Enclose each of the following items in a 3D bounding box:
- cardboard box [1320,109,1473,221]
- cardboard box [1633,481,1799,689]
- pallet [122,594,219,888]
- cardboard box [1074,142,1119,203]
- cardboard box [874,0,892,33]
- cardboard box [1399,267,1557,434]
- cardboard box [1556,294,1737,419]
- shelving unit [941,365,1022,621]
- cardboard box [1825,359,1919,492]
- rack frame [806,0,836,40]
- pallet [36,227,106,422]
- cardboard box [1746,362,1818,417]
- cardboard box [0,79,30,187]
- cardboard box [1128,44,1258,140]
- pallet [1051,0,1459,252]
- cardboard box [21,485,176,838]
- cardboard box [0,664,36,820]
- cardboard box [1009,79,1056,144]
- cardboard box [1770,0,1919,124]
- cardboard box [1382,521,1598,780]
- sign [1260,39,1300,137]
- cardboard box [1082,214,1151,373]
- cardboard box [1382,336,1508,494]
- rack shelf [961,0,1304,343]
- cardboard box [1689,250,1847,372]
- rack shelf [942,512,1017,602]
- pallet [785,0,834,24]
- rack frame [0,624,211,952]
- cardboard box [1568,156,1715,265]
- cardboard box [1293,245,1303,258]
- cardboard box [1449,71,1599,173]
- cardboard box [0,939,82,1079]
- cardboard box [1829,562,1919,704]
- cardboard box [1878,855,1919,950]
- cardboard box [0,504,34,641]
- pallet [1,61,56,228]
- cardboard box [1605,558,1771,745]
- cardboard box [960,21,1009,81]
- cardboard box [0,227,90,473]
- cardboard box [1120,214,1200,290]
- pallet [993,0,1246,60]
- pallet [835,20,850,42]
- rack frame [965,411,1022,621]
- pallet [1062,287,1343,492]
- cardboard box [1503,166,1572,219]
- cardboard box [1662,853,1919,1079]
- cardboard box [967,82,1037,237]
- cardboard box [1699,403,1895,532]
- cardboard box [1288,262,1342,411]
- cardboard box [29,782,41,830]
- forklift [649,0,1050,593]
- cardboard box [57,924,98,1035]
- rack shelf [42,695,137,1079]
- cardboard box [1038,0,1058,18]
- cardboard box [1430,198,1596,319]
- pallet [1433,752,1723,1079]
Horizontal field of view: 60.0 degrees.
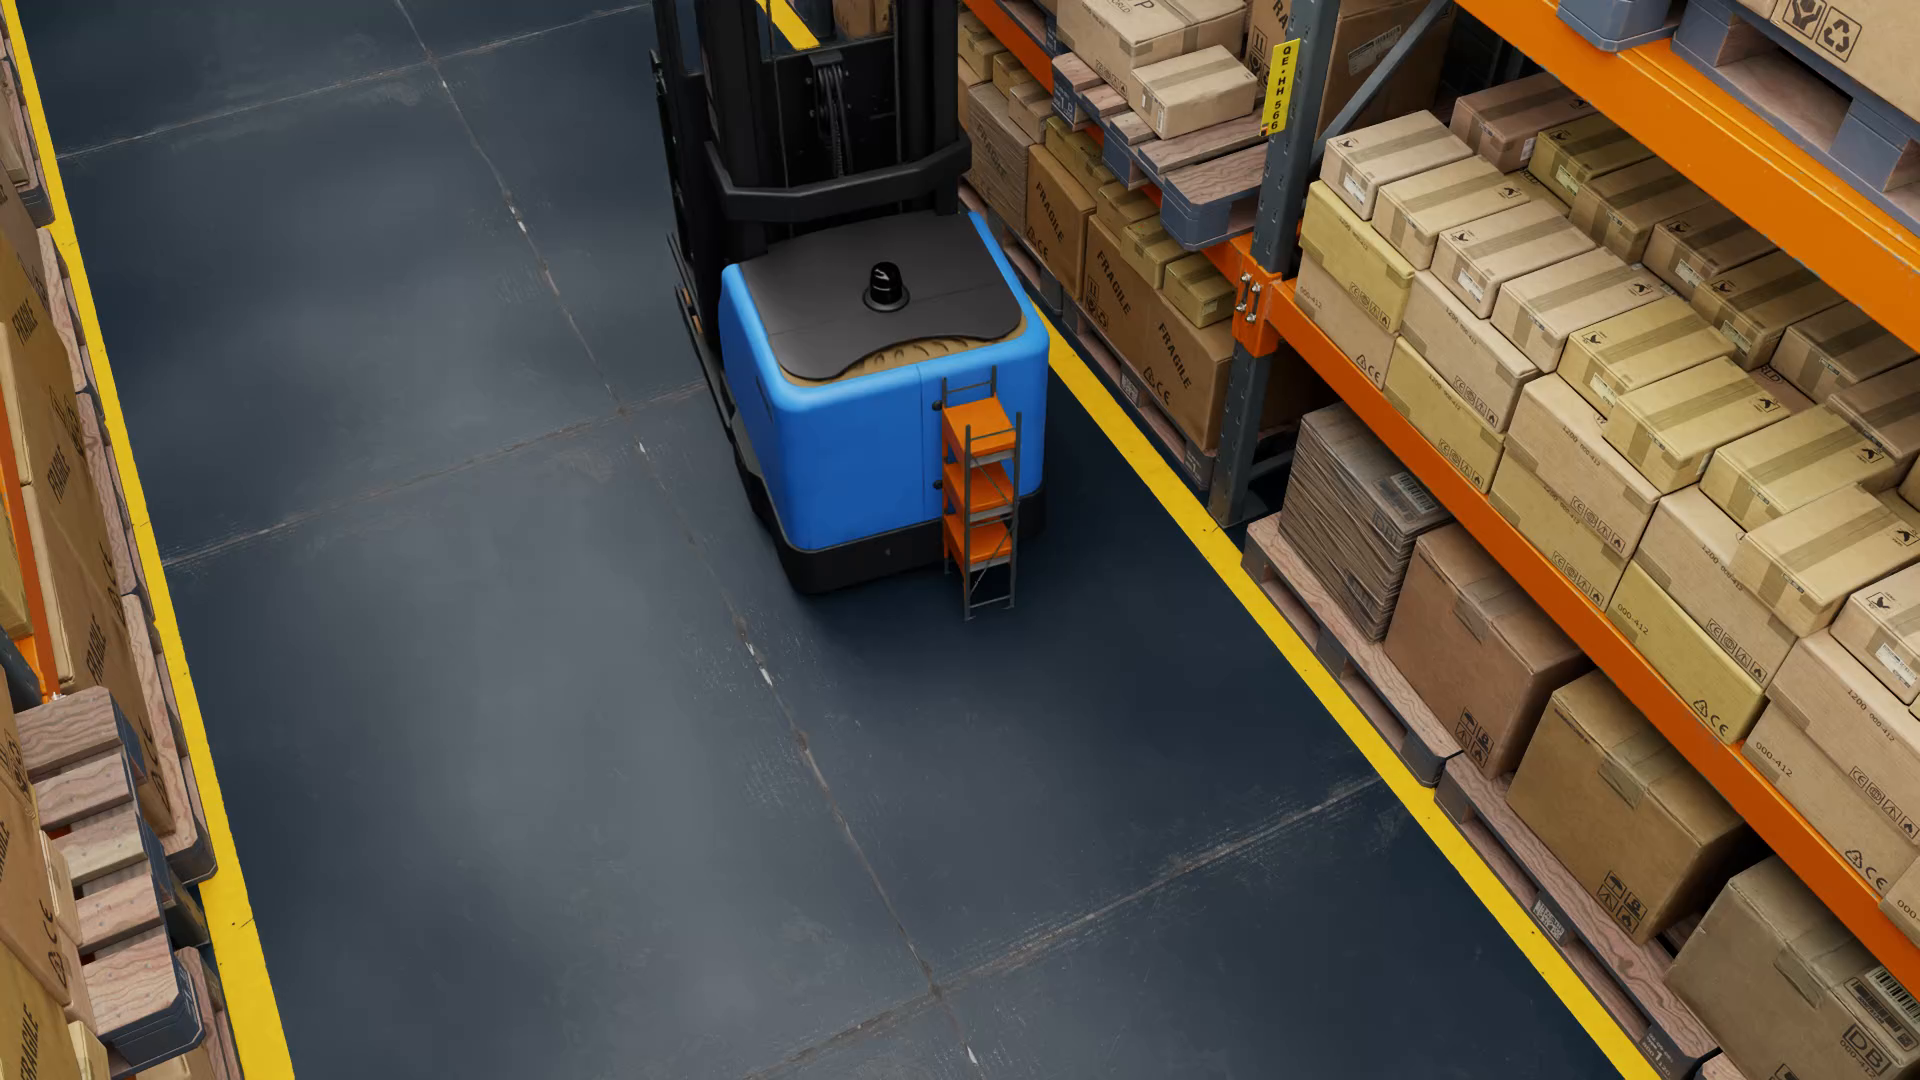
[{"bbox_3d":[1.356,-1.170,5.175,0.380,0.149,0.250,-20,52,-16],"label":"cardboard box"},{"bbox_3d":[2.165,0.053,4.371,0.500,0.250,0.500,-20,52,-17],"label":"cardboard box"},{"bbox_3d":[-3.234,0.839,5.769,1.003,0.211,1.213,-21,52,-18],"label":"pallet"},{"bbox_3d":[0.706,-1.566,6.970,0.380,0.149,0.250,-20,52,-16],"label":"cardboard box"},{"bbox_3d":[-0.085,-2.476,8.197,0.500,0.500,0.500,-22,52,-18],"label":"cardboard box"},{"bbox_3d":[1.686,-0.636,4.974,0.500,0.250,0.500,-20,52,-16],"label":"cardboard box"},{"bbox_3d":[1.892,-0.500,4.590,0.380,0.149,0.250,-21,52,-17],"label":"cardboard box"},{"bbox_3d":[0.073,-0.149,6.076,0.215,1.050,0.252,-15,50,-13],"label":"shelving unit"},{"bbox_3d":[2.520,-0.315,4.428,0.380,0.149,0.250,-20,52,-17],"label":"cardboard box"},{"bbox_3d":[-0.359,-3.915,8.074,1.000,3.000,0.127,-21,52,-18],"label":"rack frame"},{"bbox_3d":[-4.350,-0.794,7.197,1.003,0.211,1.213,-21,52,-18],"label":"pallet"},{"bbox_3d":[2.387,-0.470,4.829,0.500,0.250,0.500,-22,52,-18],"label":"cardboard box"},{"bbox_3d":[-4.962,-1.955,7.783,0.875,0.438,0.875,-22,52,-18],"label":"cardboard box"},{"bbox_3d":[0.830,-1.601,5.938,0.380,0.149,0.250,-20,52,-17],"label":"cardboard box"},{"bbox_3d":[1.099,-1.604,6.180,1.213,0.211,1.003,-21,52,-18],"label":"pallet"},{"bbox_3d":[-3.182,0.545,5.306,0.875,0.875,0.875,-22,52,-18],"label":"cardboard box"},{"bbox_3d":[-2.485,0.414,3.745,0.500,0.500,0.500,-23,53,-19],"label":"cardboard box"},{"bbox_3d":[0.439,-1.907,7.269,0.380,0.149,0.250,-23,53,-19],"label":"cardboard box"},{"bbox_3d":[2.052,-1.179,3.277,0.500,0.500,0.500,-20,52,-17],"label":"cardboard box"},{"bbox_3d":[2.051,0.262,5.719,0.875,0.625,0.625,-20,52,-16],"label":"cardboard box"},{"bbox_3d":[0.993,-1.400,5.157,0.100,0.325,0.005,-21,52,-18],"label":"sign"},{"bbox_3d":[0.867,-1.101,6.994,0.500,0.500,0.500,-22,52,-18],"label":"cardboard box"},{"bbox_3d":[1.683,-0.469,5.160,0.500,0.250,0.500,-22,52,-18],"label":"cardboard box"},{"bbox_3d":[0.556,-2.340,7.174,1.077,0.370,4.000,-21,52,-18],"label":"rack shelf"},{"bbox_3d":[2.309,-0.663,4.733,0.380,0.149,0.250,-21,52,-18],"label":"cardboard box"},{"bbox_3d":[0.073,0.040,6.293,0.215,0.259,0.240,-15,50,-13],"label":"rack shelf"},{"bbox_3d":[-0.672,-3.457,9.526,1.003,0.211,1.213,-21,52,-18],"label":"pallet"},{"bbox_3d":[-2.940,0.474,4.235,1.000,3.000,0.127,-21,52,-18],"label":"rack frame"},{"bbox_3d":[2.084,-1.005,5.032,0.380,0.149,0.250,-21,52,-18],"label":"cardboard box"},{"bbox_3d":[1.510,-1.223,6.670,0.380,0.149,0.250,-19,51,-16],"label":"cardboard box"},{"bbox_3d":[1.800,-1.336,5.321,0.380,0.149,0.250,-20,52,-16],"label":"cardboard box"},{"bbox_3d":[-2.007,1.093,3.151,0.500,0.500,0.500,-24,53,-20],"label":"cardboard box"},{"bbox_3d":[2.337,0.196,3.981,0.380,0.149,0.250,-21,52,-17],"label":"cardboard box"},{"bbox_3d":[2.604,0.907,3.956,0.500,0.250,0.500,-21,52,-18],"label":"cardboard box"},{"bbox_3d":[-2.940,0.109,4.654,0.500,0.250,0.500,-22,52,-18],"label":"cardboard box"},{"bbox_3d":[-5.049,-1.821,8.095,1.003,0.211,1.213,-21,52,-18],"label":"pallet"},{"bbox_3d":[2.161,0.221,4.556,0.500,0.250,0.500,-20,52,-16],"label":"cardboard box"},{"bbox_3d":[0.222,-2.260,7.577,0.380,0.149,0.250,-19,52,-16],"label":"cardboard box"},{"bbox_3d":[-3.995,-0.652,6.353,0.875,0.875,0.875,-20,52,-16],"label":"cardboard box"},{"bbox_3d":[0.868,-1.182,6.634,0.380,0.149,0.250,-24,53,-19],"label":"cardboard box"},{"bbox_3d":[0.578,-2.475,6.942,1.003,0.211,1.213,-21,52,-18],"label":"pallet"},{"bbox_3d":[0.047,-2.466,8.659,1.003,0.211,1.213,-21,52,-18],"label":"pallet"},{"bbox_3d":[0.113,-0.063,6.000,0.200,1.050,0.008,-15,50,-13],"label":"rack frame"},{"bbox_3d":[1.164,-0.833,7.231,1.003,0.211,1.213,-21,52,-18],"label":"pallet"},{"bbox_3d":[1.924,-1.148,5.422,0.500,0.250,0.500,-20,52,-17],"label":"cardboard box"},{"bbox_3d":[2.705,1.215,4.885,0.875,0.625,0.625,-22,52,-18],"label":"cardboard box"},{"bbox_3d":[0.371,-1.791,7.598,0.500,0.500,0.500,-23,53,-19],"label":"cardboard box"},{"bbox_3d":[2.161,-0.169,4.300,0.380,0.149,0.250,-21,52,-18],"label":"cardboard box"},{"bbox_3d":[1.528,-0.932,6.846,0.500,0.500,0.500,-19,52,-16],"label":"cardboard box"},{"bbox_3d":[-2.394,0.712,3.915,0.380,0.149,0.250,-20,52,-17],"label":"cardboard box"},{"bbox_3d":[-0.633,-1.897,6.354,1.130,2.935,3.031,-15,50,-13],"label":"forklift"},{"bbox_3d":[-2.131,1.036,3.632,0.380,0.149,0.250,-23,53,-19],"label":"cardboard box"},{"bbox_3d":[-2.025,2.050,3.335,1.077,0.370,4.000,-21,52,-18],"label":"rack shelf"},{"bbox_3d":[0.560,-2.439,6.435,0.797,0.503,0.637,-22,52,-18],"label":"cardboard box"},{"bbox_3d":[1.619,-0.828,4.877,0.380,0.149,0.250,-20,52,-17],"label":"cardboard box"},{"bbox_3d":[2.368,1.060,5.575,1.003,0.211,1.213,-21,52,-18],"label":"pallet"}]
